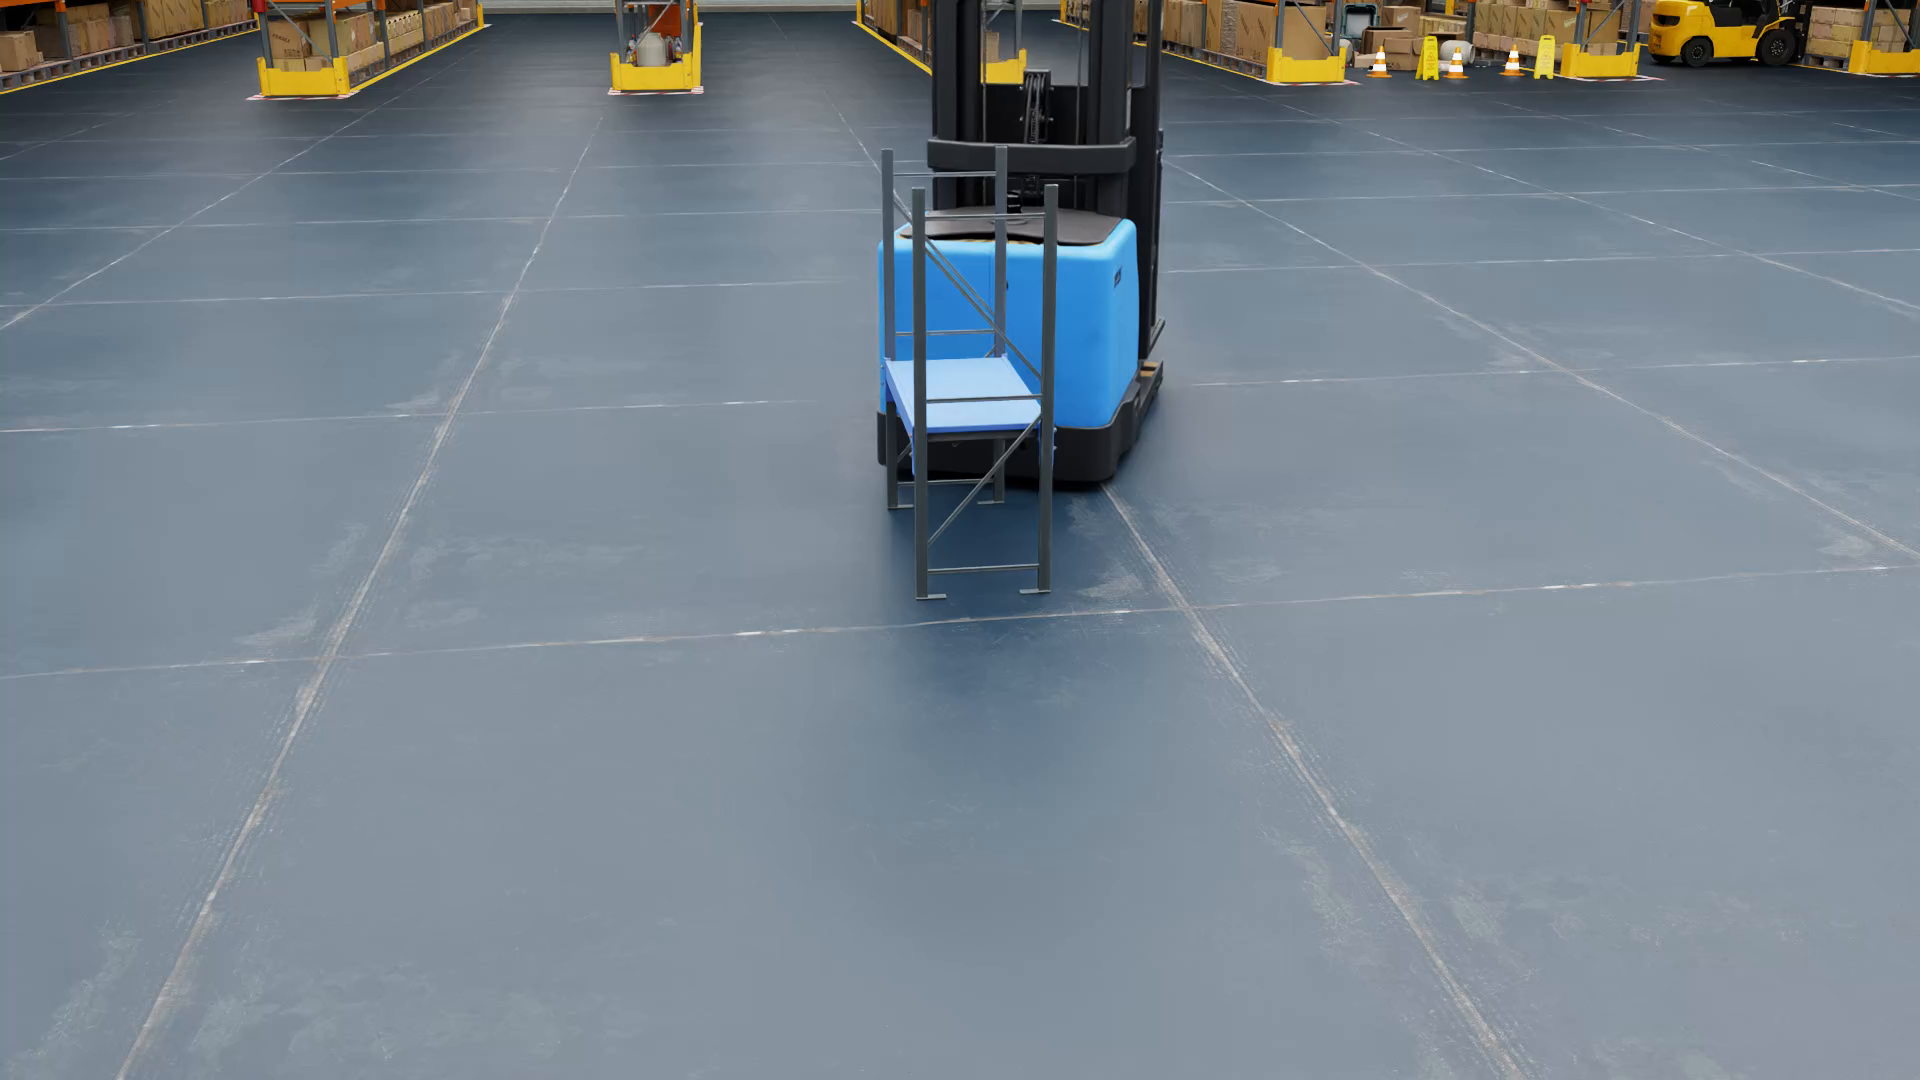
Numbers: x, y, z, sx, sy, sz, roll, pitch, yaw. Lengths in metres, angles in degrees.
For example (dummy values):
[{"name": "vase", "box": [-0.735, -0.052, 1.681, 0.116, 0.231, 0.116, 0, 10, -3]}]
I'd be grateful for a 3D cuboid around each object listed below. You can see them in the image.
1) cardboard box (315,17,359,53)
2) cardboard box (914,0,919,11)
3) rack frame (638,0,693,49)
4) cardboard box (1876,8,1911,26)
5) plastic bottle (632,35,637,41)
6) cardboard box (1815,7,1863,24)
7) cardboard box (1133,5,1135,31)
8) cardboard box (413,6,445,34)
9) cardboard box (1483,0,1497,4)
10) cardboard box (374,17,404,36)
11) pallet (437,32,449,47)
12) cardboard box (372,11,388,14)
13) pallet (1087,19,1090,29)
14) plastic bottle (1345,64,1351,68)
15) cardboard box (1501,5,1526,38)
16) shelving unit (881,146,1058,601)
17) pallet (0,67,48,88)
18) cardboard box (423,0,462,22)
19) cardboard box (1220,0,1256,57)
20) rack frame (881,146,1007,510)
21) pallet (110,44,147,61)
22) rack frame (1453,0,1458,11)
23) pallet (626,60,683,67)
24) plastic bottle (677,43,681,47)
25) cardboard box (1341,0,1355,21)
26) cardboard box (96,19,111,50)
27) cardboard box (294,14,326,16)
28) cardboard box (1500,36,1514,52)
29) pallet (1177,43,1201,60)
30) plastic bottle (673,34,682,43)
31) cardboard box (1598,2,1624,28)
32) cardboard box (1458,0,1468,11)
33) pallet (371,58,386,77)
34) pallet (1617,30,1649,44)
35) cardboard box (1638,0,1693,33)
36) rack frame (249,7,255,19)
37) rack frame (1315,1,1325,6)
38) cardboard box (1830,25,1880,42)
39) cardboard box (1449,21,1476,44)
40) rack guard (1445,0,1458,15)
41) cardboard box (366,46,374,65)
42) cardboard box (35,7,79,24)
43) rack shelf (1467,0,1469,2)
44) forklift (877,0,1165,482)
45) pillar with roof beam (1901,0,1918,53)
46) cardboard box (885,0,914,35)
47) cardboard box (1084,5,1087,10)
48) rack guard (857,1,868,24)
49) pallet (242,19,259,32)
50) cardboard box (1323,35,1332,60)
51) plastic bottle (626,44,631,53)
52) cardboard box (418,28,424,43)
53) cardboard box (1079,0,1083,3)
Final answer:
[{"name": "cardboard box", "box": [-9.399, -7.619, 25.085, 0.500, 0.500, 0.500, -3, 21, -8]}, {"name": "cardboard box", "box": [-0.606, -10.241, 31.719, 0.500, 0.250, 0.500, -2, 21, -6]}, {"name": "rack frame", "box": [-5.634, -10.835, 31.438, 1.000, 3.000, 0.127, -3, 21, -8]}, {"name": "cardboard box", "box": [15.257, -8.619, 27.407, 0.500, 0.250, 0.500, -3, 21, -9]}, {"name": "plastic bottle", "box": [-5.351, -8.115, 27.313, 0.144, 0.351, 0.185, -2, 21, -6]}, {"name": "cardboard box", "box": [14.684, -8.763, 27.793, 0.500, 0.250, 0.500, -3, 21, -7]}, {"name": "cardboard box", "box": [3.766, -10.720, 34.104, 0.500, 0.500, 0.500, -2, 21, -6]}, {"name": "cardboard box", "box": [-10.547, -10.329, 33.027, 0.500, 0.500, 0.500, -4, 21, -10]}, {"name": "cardboard box", "box": [9.427, -9.499, 29.193, 0.380, 0.149, 0.250, -3, 21, -7]}, {"name": "cardboard box", "box": [-9.915, -8.881, 28.735, 0.500, 0.311, 0.500, -4, 21, -10]}, {"name": "pallet", "box": [-10.779, -9.962, 33.087, 1.003, 0.211, 1.213, -3, 21, -8]}, {"name": "cardboard box", "box": [-10.751, -9.561, 30.557, 0.500, 0.311, 0.500, -2, 21, -6]}, {"name": "pallet", "box": [3.482, -11.609, 37.497, 1.003, 0.211, 1.213, -3, 21, -8]}, {"name": "plastic bottle", "box": [6.435, -7.987, 28.012, 0.283, 0.061, 0.133, -11, 23, -26]}, {"name": "cardboard box", "box": [9.630, -8.877, 28.455, 0.500, 0.500, 0.500, -2, 21, -5]}, {"name": "shelving unit", "box": [0.012, -0.673, 6.375, 0.538, 1.500, 1.048, -3, 21, -8]}, {"name": "pallet", "box": [-14.550, -6.990, 25.129, 1.003, 0.211, 1.213, -3, 21, -8]}, {"name": "cardboard box", "box": [-11.388, -11.658, 36.582, 0.797, 0.503, 0.637, -3, 21, -8]}, {"name": "cardboard box", "box": [4.922, -8.583, 27.846, 0.875, 0.875, 0.875, -3, 21, -7]}, {"name": "rack frame", "box": [-0.061, -0.849, 6.846, 0.500, 1.500, 0.032, -3, 21, -8]}, {"name": "pallet", "box": [-15.326, -8.758, 29.864, 1.003, 0.211, 1.213, -3, 21, -8]}, {"name": "rack frame", "box": [12.832, -14.606, 41.535, 1.000, 3.000, 0.127, -3, 21, -8]}, {"name": "pallet", "box": [-4.822, -7.486, 26.457, 1.003, 0.211, 1.213, -3, 21, -8]}, {"name": "plastic bottle", "box": [-4.497, -7.790, 26.556, 0.097, 0.271, 0.097, 0, 20, 0]}, {"name": "cardboard box", "box": [8.804, -11.648, 36.051, 0.875, 0.875, 0.875, -2, 21, -6]}, {"name": "cardboard box", "box": [-15.223, -8.769, 28.850, 0.700, 0.500, 0.500, -3, 21, -8]}, {"name": "cardboard box", "box": [-10.058, -7.939, 25.942, 0.500, 0.500, 0.500, -3, 21, -8]}, {"name": "cardboard box", "box": [9.636, -8.522, 28.577, 0.500, 0.250, 0.500, -3, 21, -8]}, {"name": "pallet", "box": [4.581, -8.872, 30.168, 1.003, 0.211, 1.213, -3, 21, -8]}, {"name": "plastic bottle", "box": [-4.651, -8.140, 27.381, 0.144, 0.351, 0.185, -4, 21, -10]}, {"name": "cardboard box", "box": [13.712, -10.997, 34.846, 0.500, 0.500, 0.500, -2, 21, -6]}, {"name": "cardboard box", "box": [12.827, -13.417, 41.319, 0.797, 0.503, 0.637, -4, 21, -10]}, {"name": "pallet", "box": [-9.886, -7.618, 26.810, 1.003, 0.211, 1.213, -3, 21, -8]}, {"name": "pallet", "box": [14.065, -10.243, 33.839, 1.003, 0.211, 1.213, -3, 21, -8]}, {"name": "cardboard box", "box": [14.164, -10.478, 33.276, 0.875, 0.625, 0.625, -2, 21, -6]}, {"name": "rack frame", "box": [-16.590, -13.105, 37.517, 1.000, 3.000, 0.127, -3, 21, -8]}, {"name": "rack frame", "box": [8.498, -12.969, 37.153, 1.000, 3.000, 0.127, -3, 21, -8]}, {"name": "cardboard box", "box": [14.759, -8.362, 27.432, 0.500, 0.250, 0.500, -3, 21, -8]}, {"name": "cardboard box", "box": [9.573, -9.347, 30.610, 0.950, 0.372, 0.625, -3, 21, -7]}, {"name": "rack guard", "box": [12.843, -13.409, 41.902, 1.175, 0.500, 0.348, -3, 21, -8]}, {"name": "cardboard box", "box": [-9.527, -7.614, 26.146, 0.500, 0.250, 0.500, -3, 21, -8]}, {"name": "cardboard box", "box": [-15.050, -8.743, 27.710, 0.500, 0.250, 0.500, -3, 21, -9]}, {"name": "rack shelf", "box": [9.362, -10.555, 31.717, 1.077, 0.370, 4.000, -3, 21, -8]}, {"name": "forklift", "box": [0.461, -2.107, 8.168, 1.130, 2.935, 3.031, 5, 21, 12]}, {"name": "pillar with roof beam", "box": [11.670, -11.946, 25.839, 9.100, 9.000, 0.400, -3, 21, -8]}, {"name": "cardboard box", "box": [-0.811, -10.526, 33.048, 1.225, 0.875, 0.875, -4, 21, -10]}, {"name": "cardboard box", "box": [3.107, -12.425, 38.744, 0.380, 0.149, 0.250, -2, 21, -5]}, {"name": "rack guard", "box": [-1.889, -12.692, 39.983, 1.175, 0.500, 0.348, -3, 21, -8]}, {"name": "pallet", "box": [-16.398, -11.526, 37.274, 1.003, 0.211, 1.213, -3, 21, -8]}, {"name": "cardboard box", "box": [6.006, -8.259, 28.112, 0.500, 0.500, 0.500, 1, 20, 2]}, {"name": "plastic bottle", "box": [-5.214, -7.652, 26.170, 0.061, 0.283, 0.133, -2, 21, -6]}, {"name": "cardboard box", "box": [-10.219, -9.325, 30.726, 0.500, 0.250, 0.500, -2, 21, -6]}, {"name": "cardboard box", "box": [2.986, -12.556, 38.672, 0.380, 0.149, 0.250, -3, 21, -7]}]
